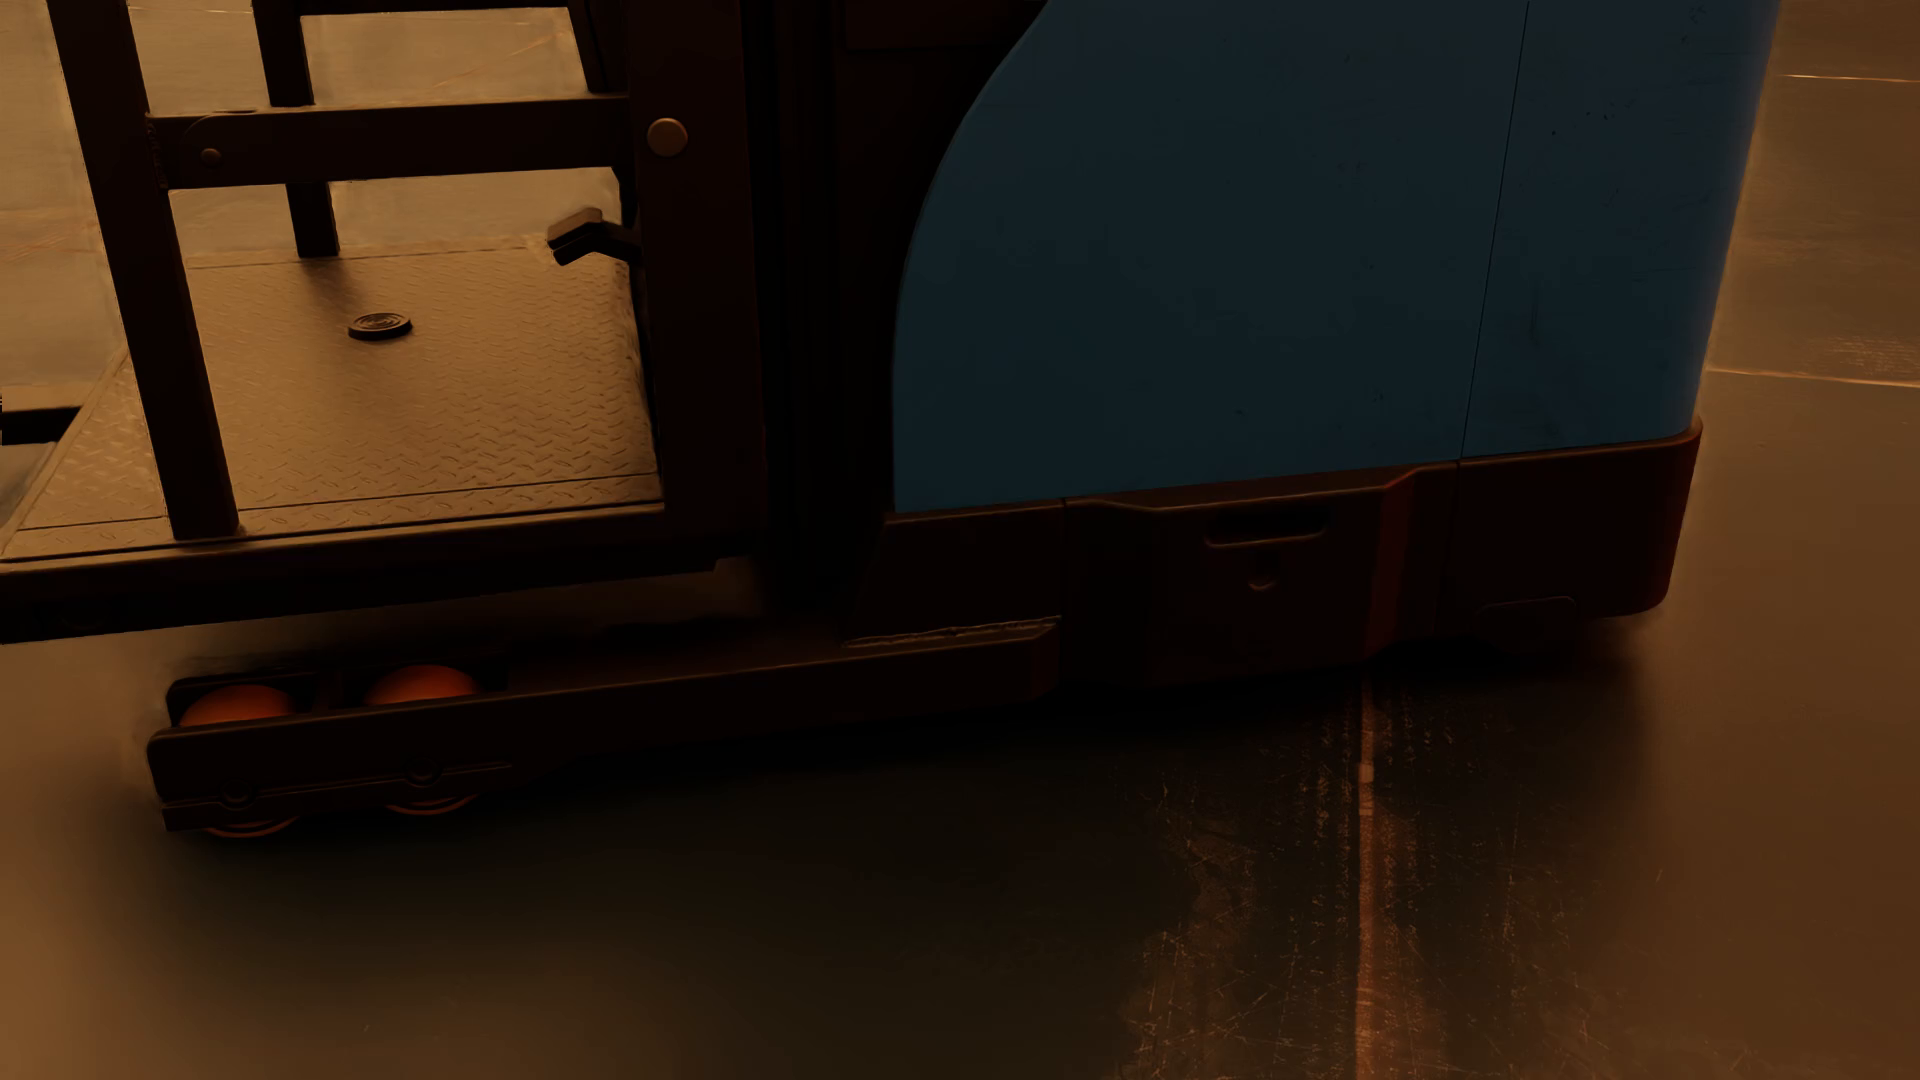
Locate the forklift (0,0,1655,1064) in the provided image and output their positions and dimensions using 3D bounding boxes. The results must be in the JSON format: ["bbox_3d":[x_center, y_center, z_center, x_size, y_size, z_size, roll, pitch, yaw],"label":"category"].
[{"bbox_3d":[-0.400,-1.115,1.455,3.031,2.935,1.130,-24,35,-39],"label":"forklift"}]
